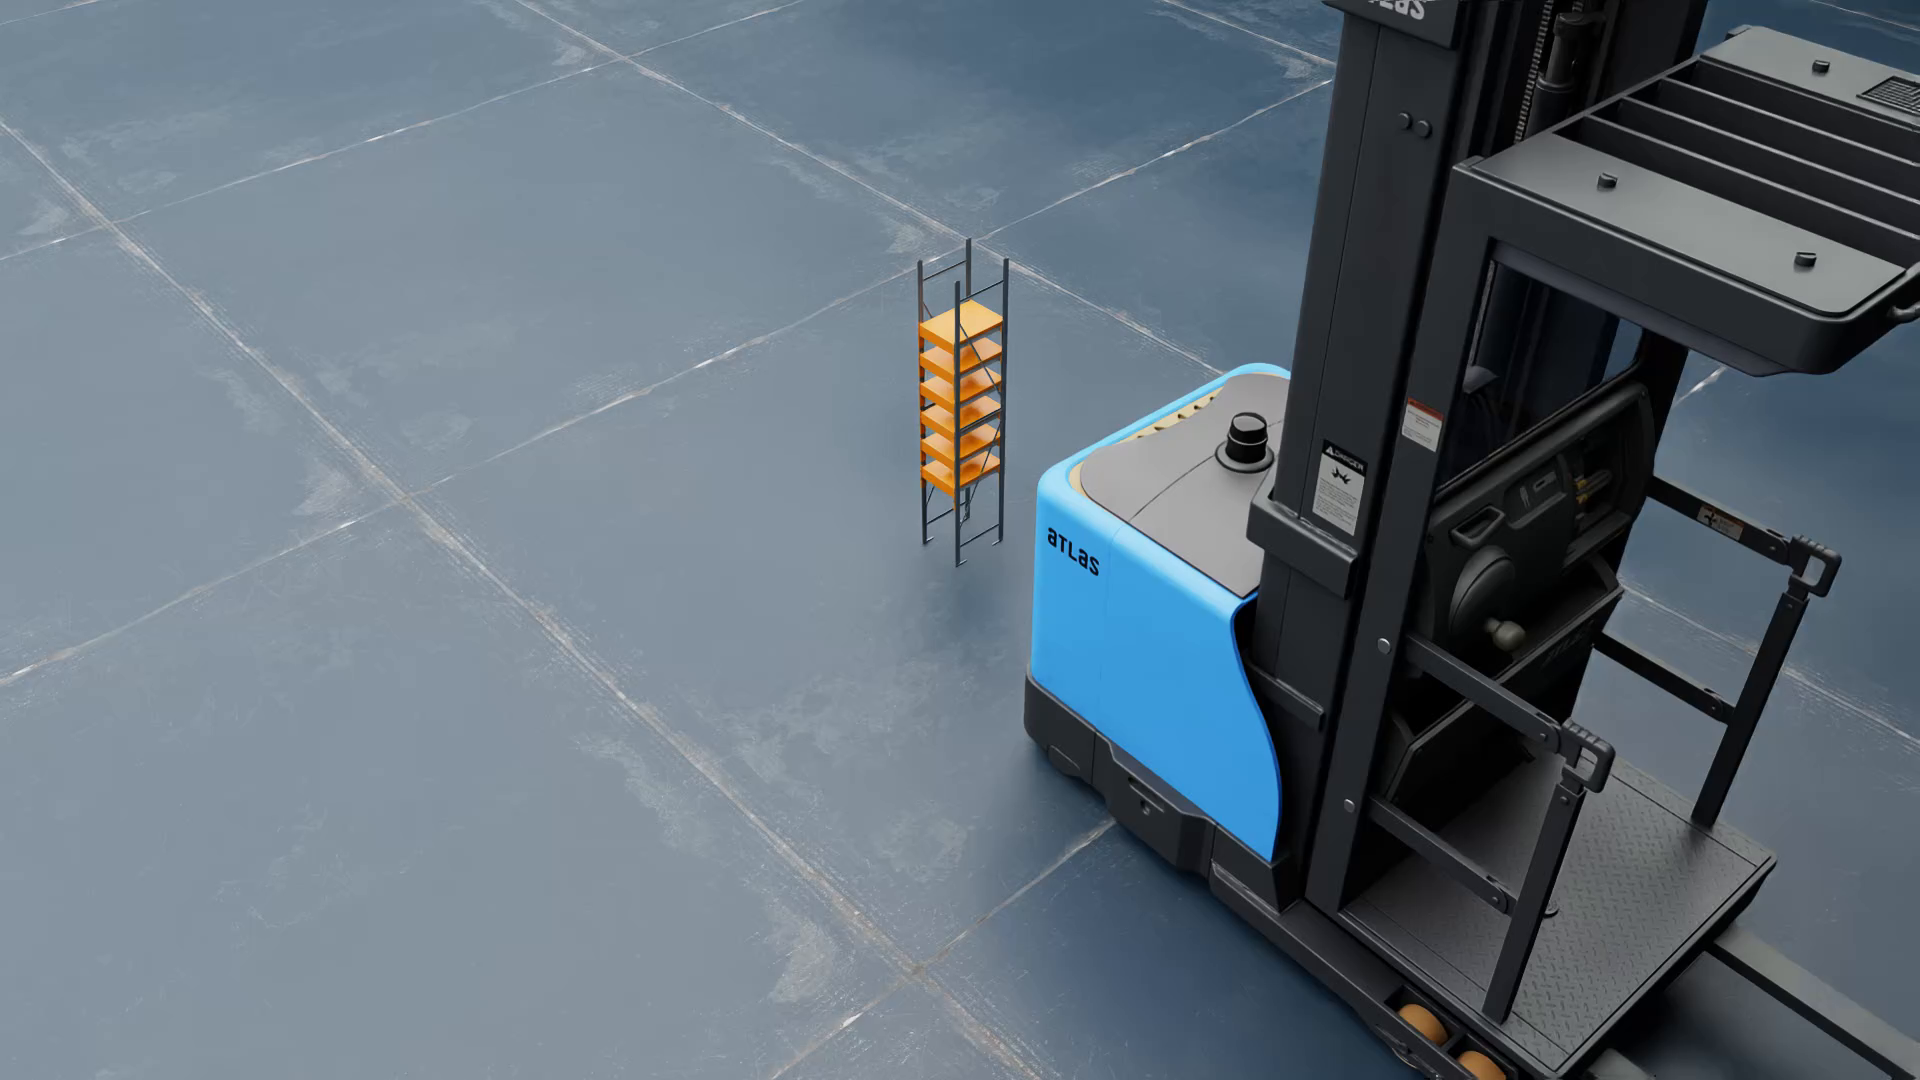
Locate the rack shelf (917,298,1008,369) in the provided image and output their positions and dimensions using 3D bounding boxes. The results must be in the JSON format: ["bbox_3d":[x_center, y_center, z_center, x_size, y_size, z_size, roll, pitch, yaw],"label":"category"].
[{"bbox_3d":[0.010,-0.706,5.666,0.258,0.103,0.180,-30,48,-32],"label":"rack shelf"}]

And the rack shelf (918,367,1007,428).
[{"bbox_3d":[0.010,-0.519,5.817,0.258,0.103,0.180,-30,48,-32],"label":"rack shelf"}]

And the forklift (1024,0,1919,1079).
[{"bbox_3d":[1.549,0.009,3.906,1.130,2.935,3.031,-28,47,-31],"label":"forklift"}]

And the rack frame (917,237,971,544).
[{"bbox_3d":[-0.052,-0.502,5.917,0.240,1.200,0.006,-30,48,-32],"label":"rack frame"}]

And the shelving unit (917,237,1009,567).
[{"bbox_3d":[0.010,-0.460,5.865,0.258,1.200,0.189,-30,48,-32],"label":"shelving unit"}]

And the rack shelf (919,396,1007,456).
[{"bbox_3d":[0.010,-0.426,5.893,0.258,0.103,0.180,-30,48,-32],"label":"rack shelf"}]

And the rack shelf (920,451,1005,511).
[{"bbox_3d":[0.010,-0.239,6.043,0.258,0.103,0.180,-30,48,-32],"label":"rack shelf"}]

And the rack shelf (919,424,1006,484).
[{"bbox_3d":[0.010,-0.332,5.968,0.258,0.103,0.180,-30,48,-32],"label":"rack shelf"}]

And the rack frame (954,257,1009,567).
[{"bbox_3d":[0.072,-0.418,5.812,0.240,1.200,0.006,-30,48,-32],"label":"rack frame"}]

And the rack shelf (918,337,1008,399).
[{"bbox_3d":[0.010,-0.612,5.742,0.258,0.103,0.180,-30,48,-32],"label":"rack shelf"}]
